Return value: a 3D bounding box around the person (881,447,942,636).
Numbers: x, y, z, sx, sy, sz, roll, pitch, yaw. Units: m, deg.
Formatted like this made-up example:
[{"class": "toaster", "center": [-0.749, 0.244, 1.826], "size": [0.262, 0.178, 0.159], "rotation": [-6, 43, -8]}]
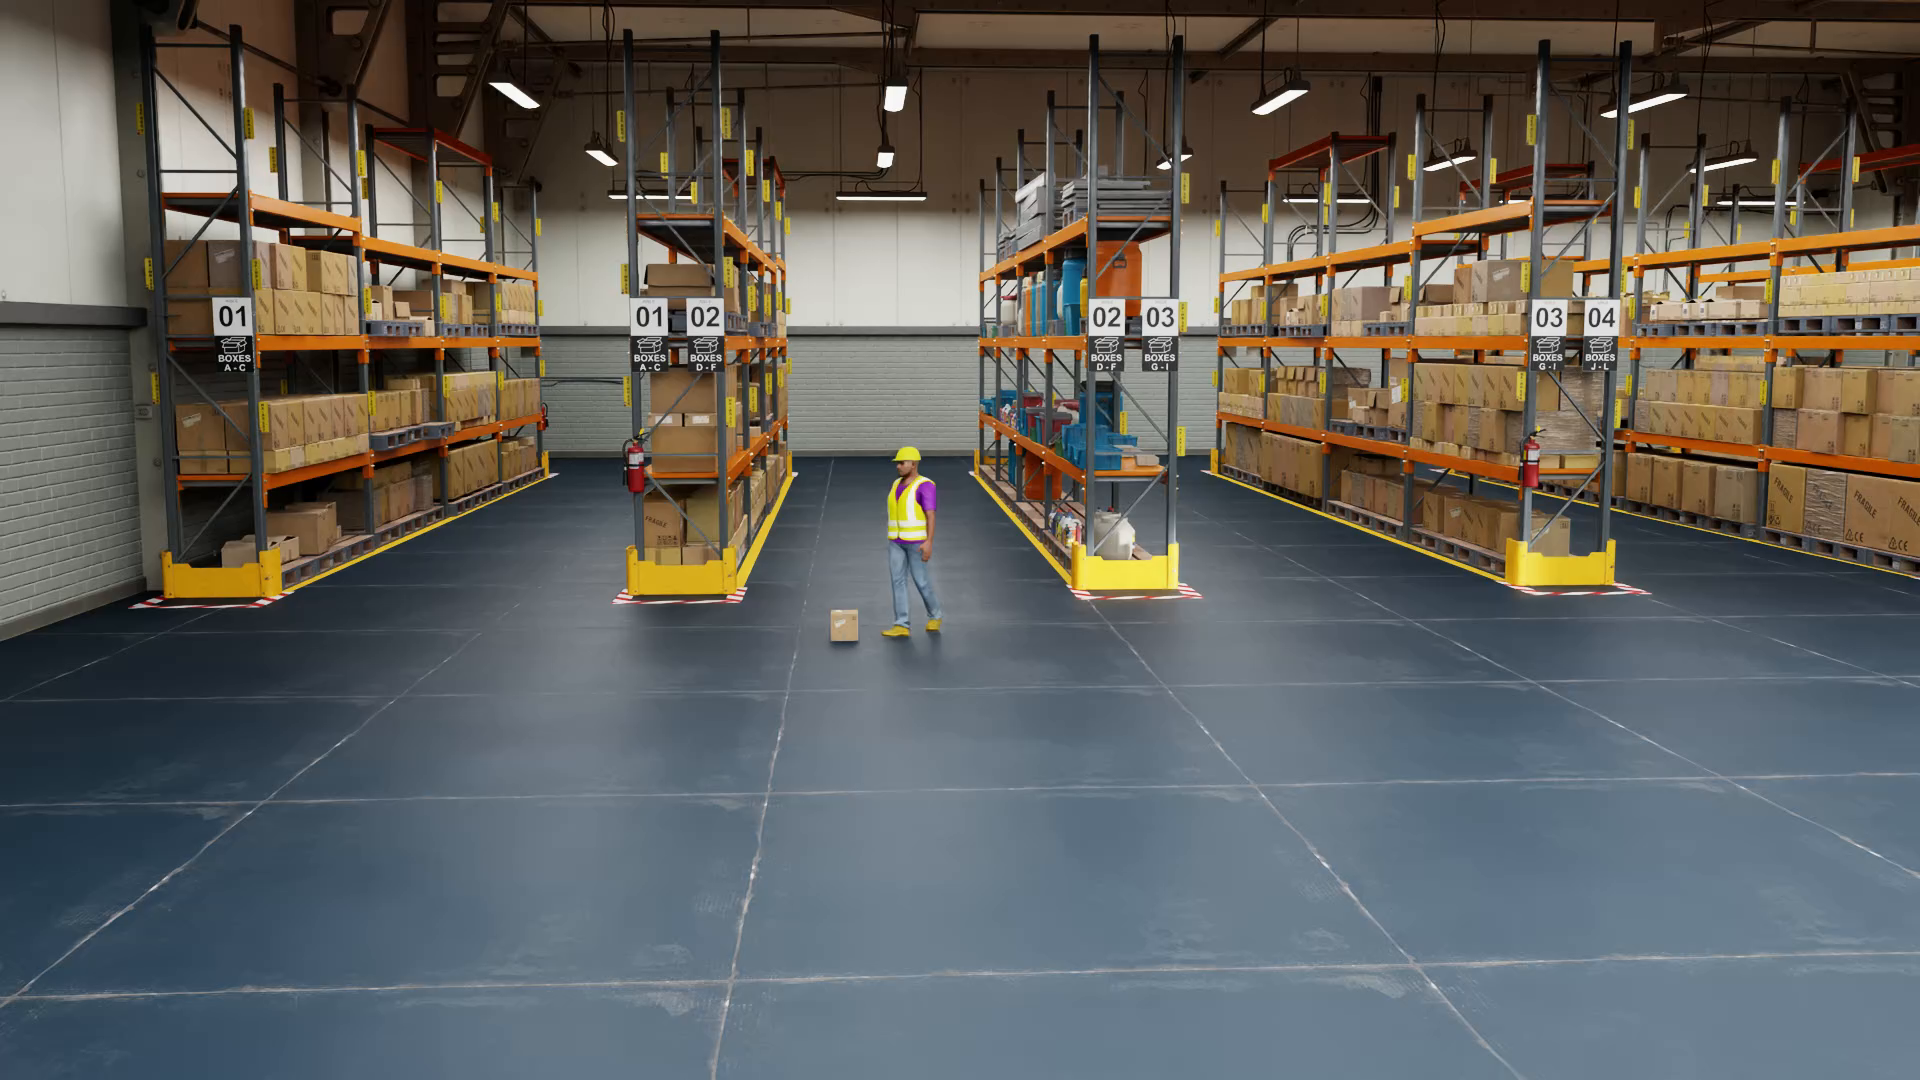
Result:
[{"class": "person", "center": [-0.457, 0.017, 15.475], "size": [0.608, 1.767, 0.707], "rotation": [5, 9, 38]}]
